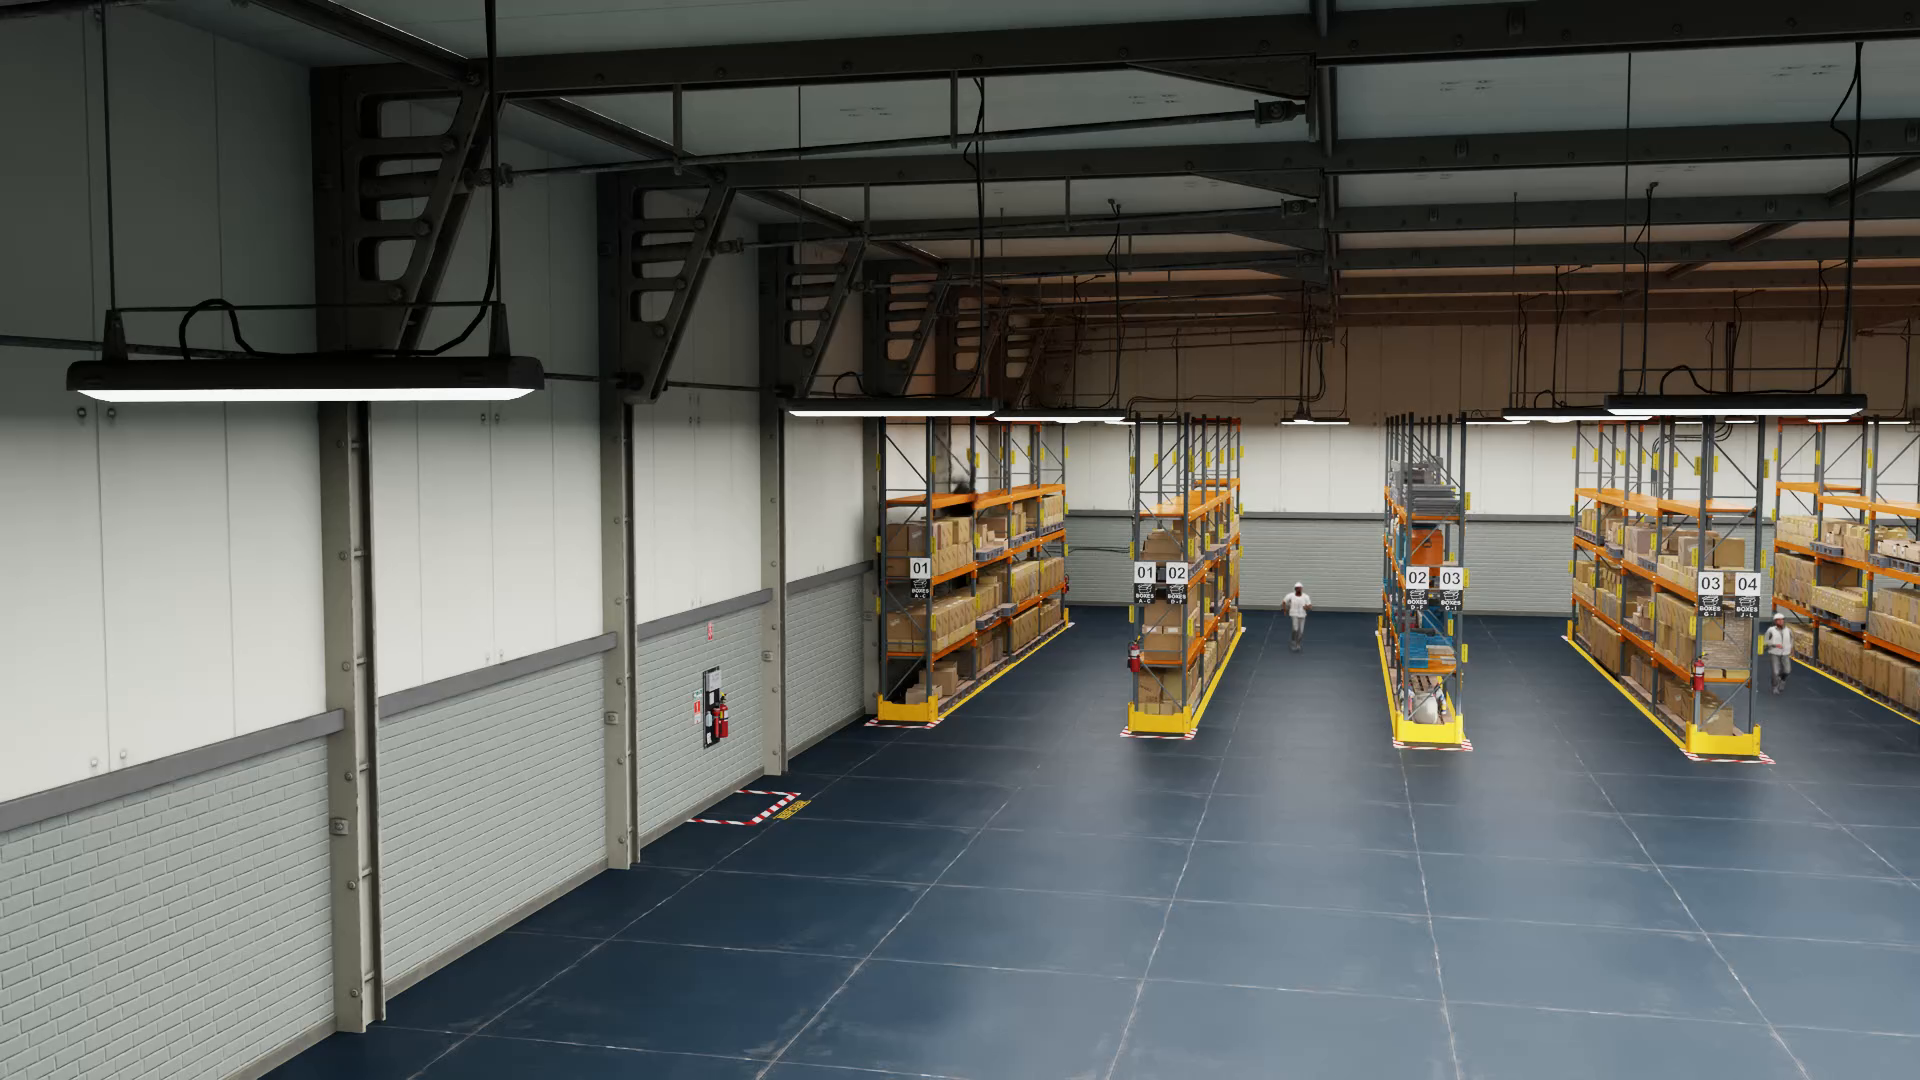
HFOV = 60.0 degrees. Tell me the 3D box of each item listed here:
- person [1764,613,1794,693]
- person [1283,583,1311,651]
[{"bbox_3d":[17.579,2.440,35.628,0.645,1.732,0.592,1,4,9],"label":"person"},{"bbox_3d":[8.640,1.967,42.521,0.675,1.759,0.688,0,4,-2],"label":"person"}]
